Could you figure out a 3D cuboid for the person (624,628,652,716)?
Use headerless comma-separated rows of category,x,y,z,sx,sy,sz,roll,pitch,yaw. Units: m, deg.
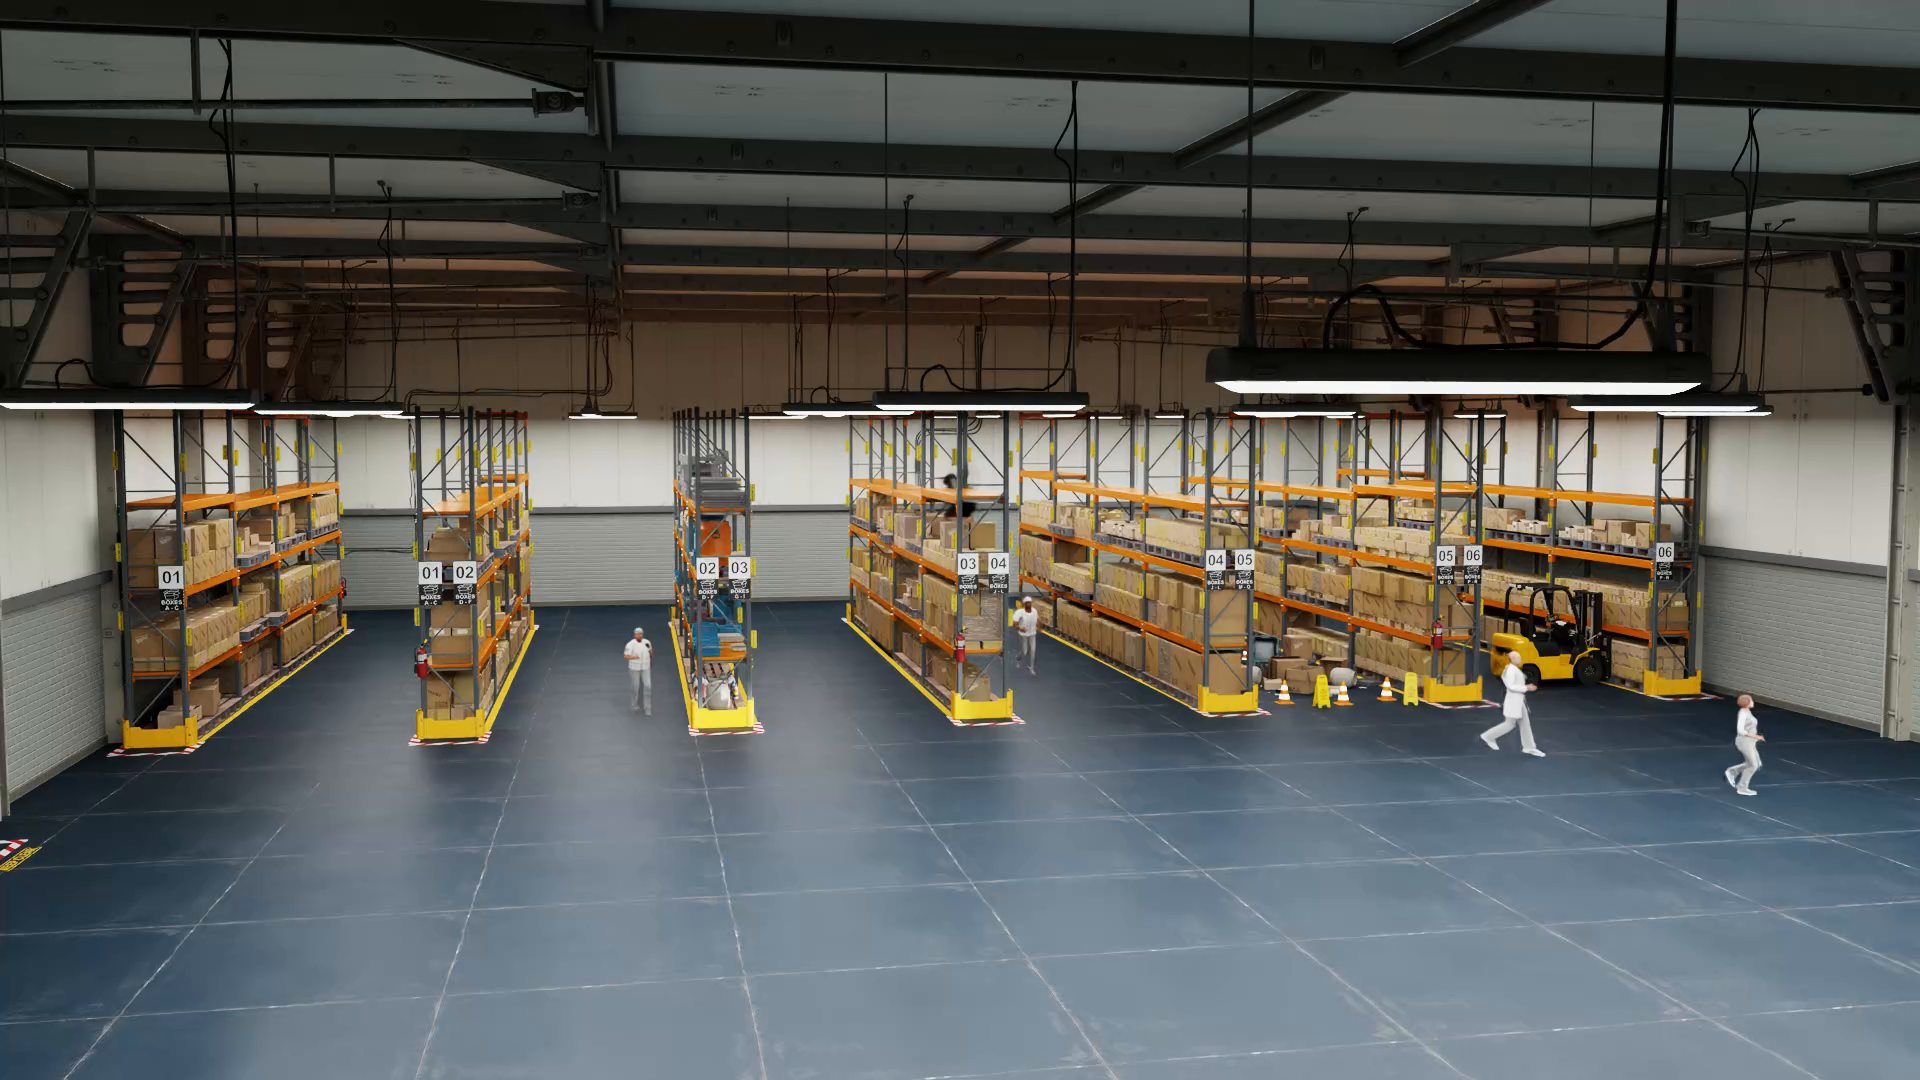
person,-6.306,2.572,32.679,0.593,1.722,0.816,-2,4,-21

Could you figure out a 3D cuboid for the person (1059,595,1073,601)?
person,3.134,1.315,50.001,0.867,1.712,0.690,4,5,41

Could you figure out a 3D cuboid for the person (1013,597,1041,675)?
person,1.524,2.160,37.853,0.726,1.766,0.799,-2,4,-23

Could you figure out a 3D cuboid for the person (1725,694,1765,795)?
person,12.040,3.133,25.496,0.560,1.550,0.532,2,5,30

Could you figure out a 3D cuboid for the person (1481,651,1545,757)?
person,9.475,2.791,28.450,1.049,1.781,0.710,2,5,30
